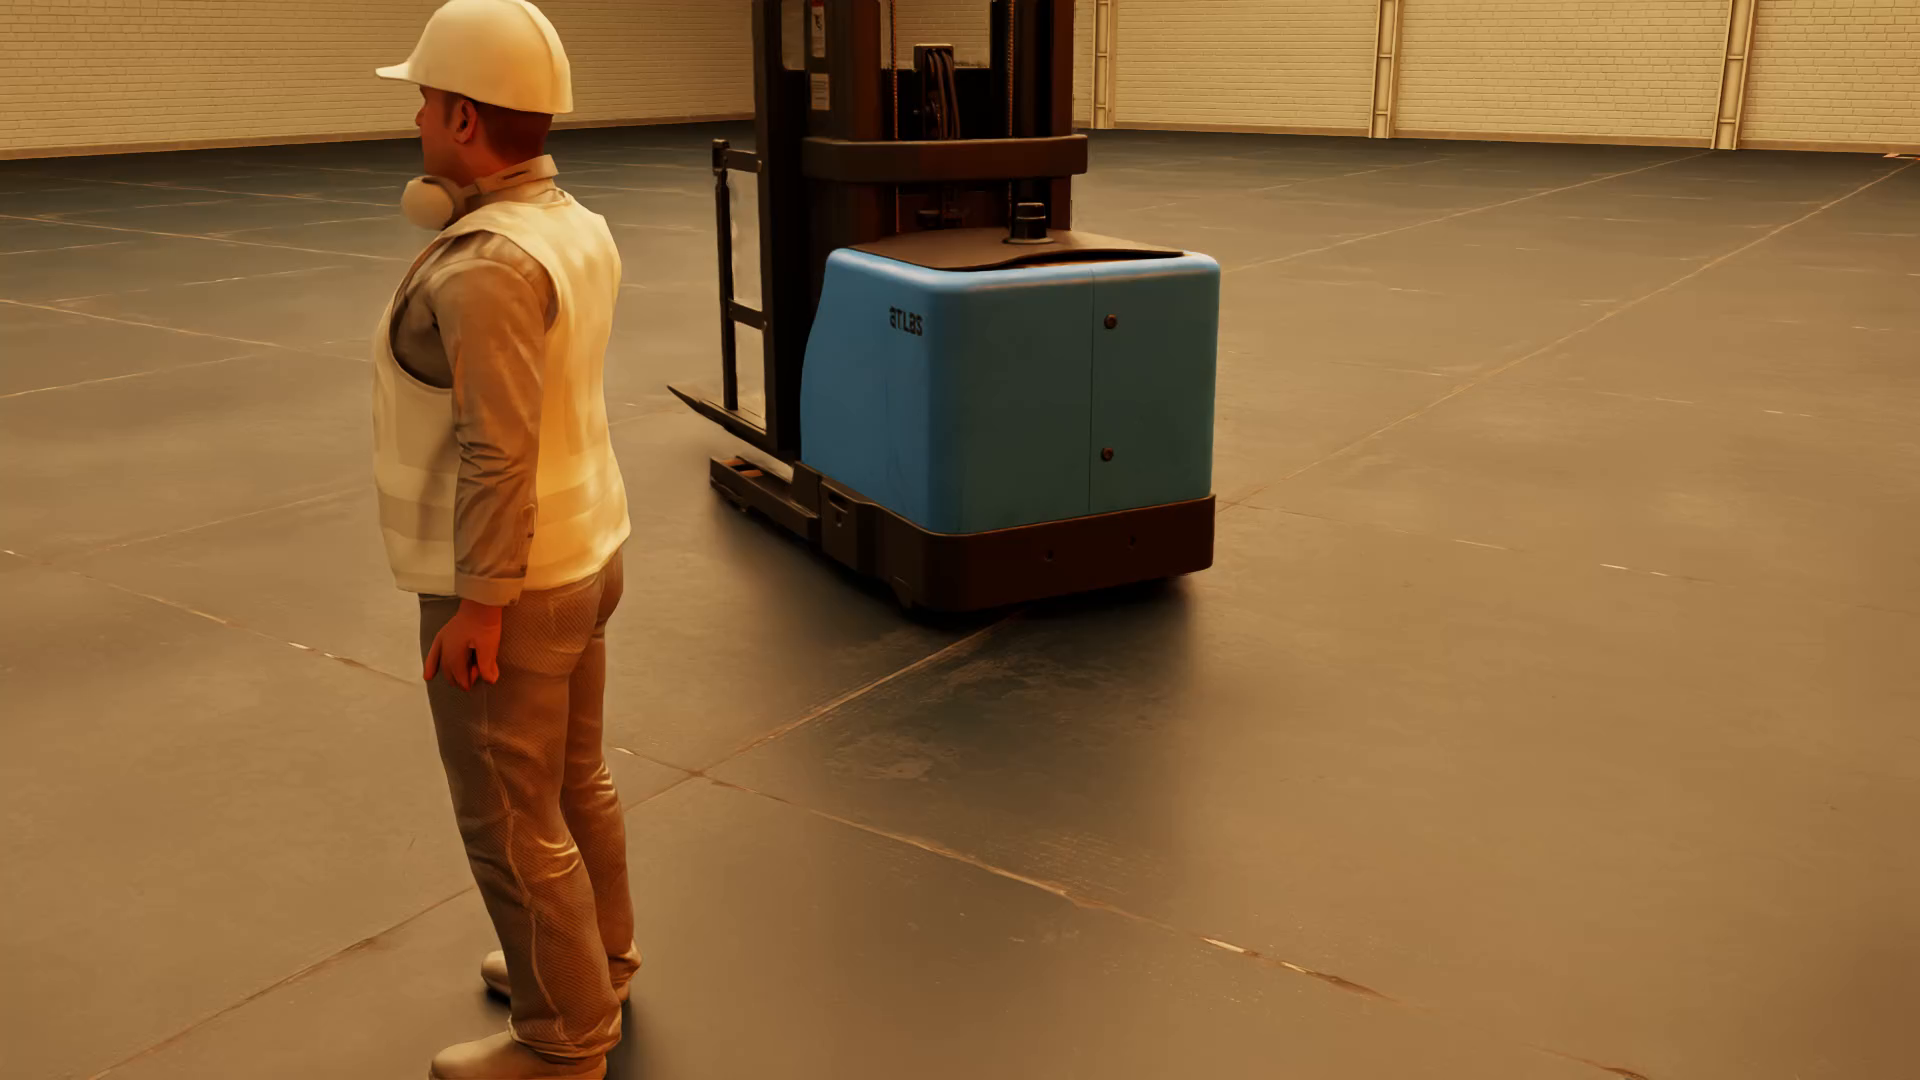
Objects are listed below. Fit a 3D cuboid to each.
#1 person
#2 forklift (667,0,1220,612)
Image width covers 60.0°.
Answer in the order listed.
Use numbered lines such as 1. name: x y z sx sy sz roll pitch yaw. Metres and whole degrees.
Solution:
1. person: -0.733 0.044 2.706 0.365 1.777 0.538 1 17 3
2. forklift: -0.315 -1.560 6.050 1.130 2.935 3.031 -9 19 -27
